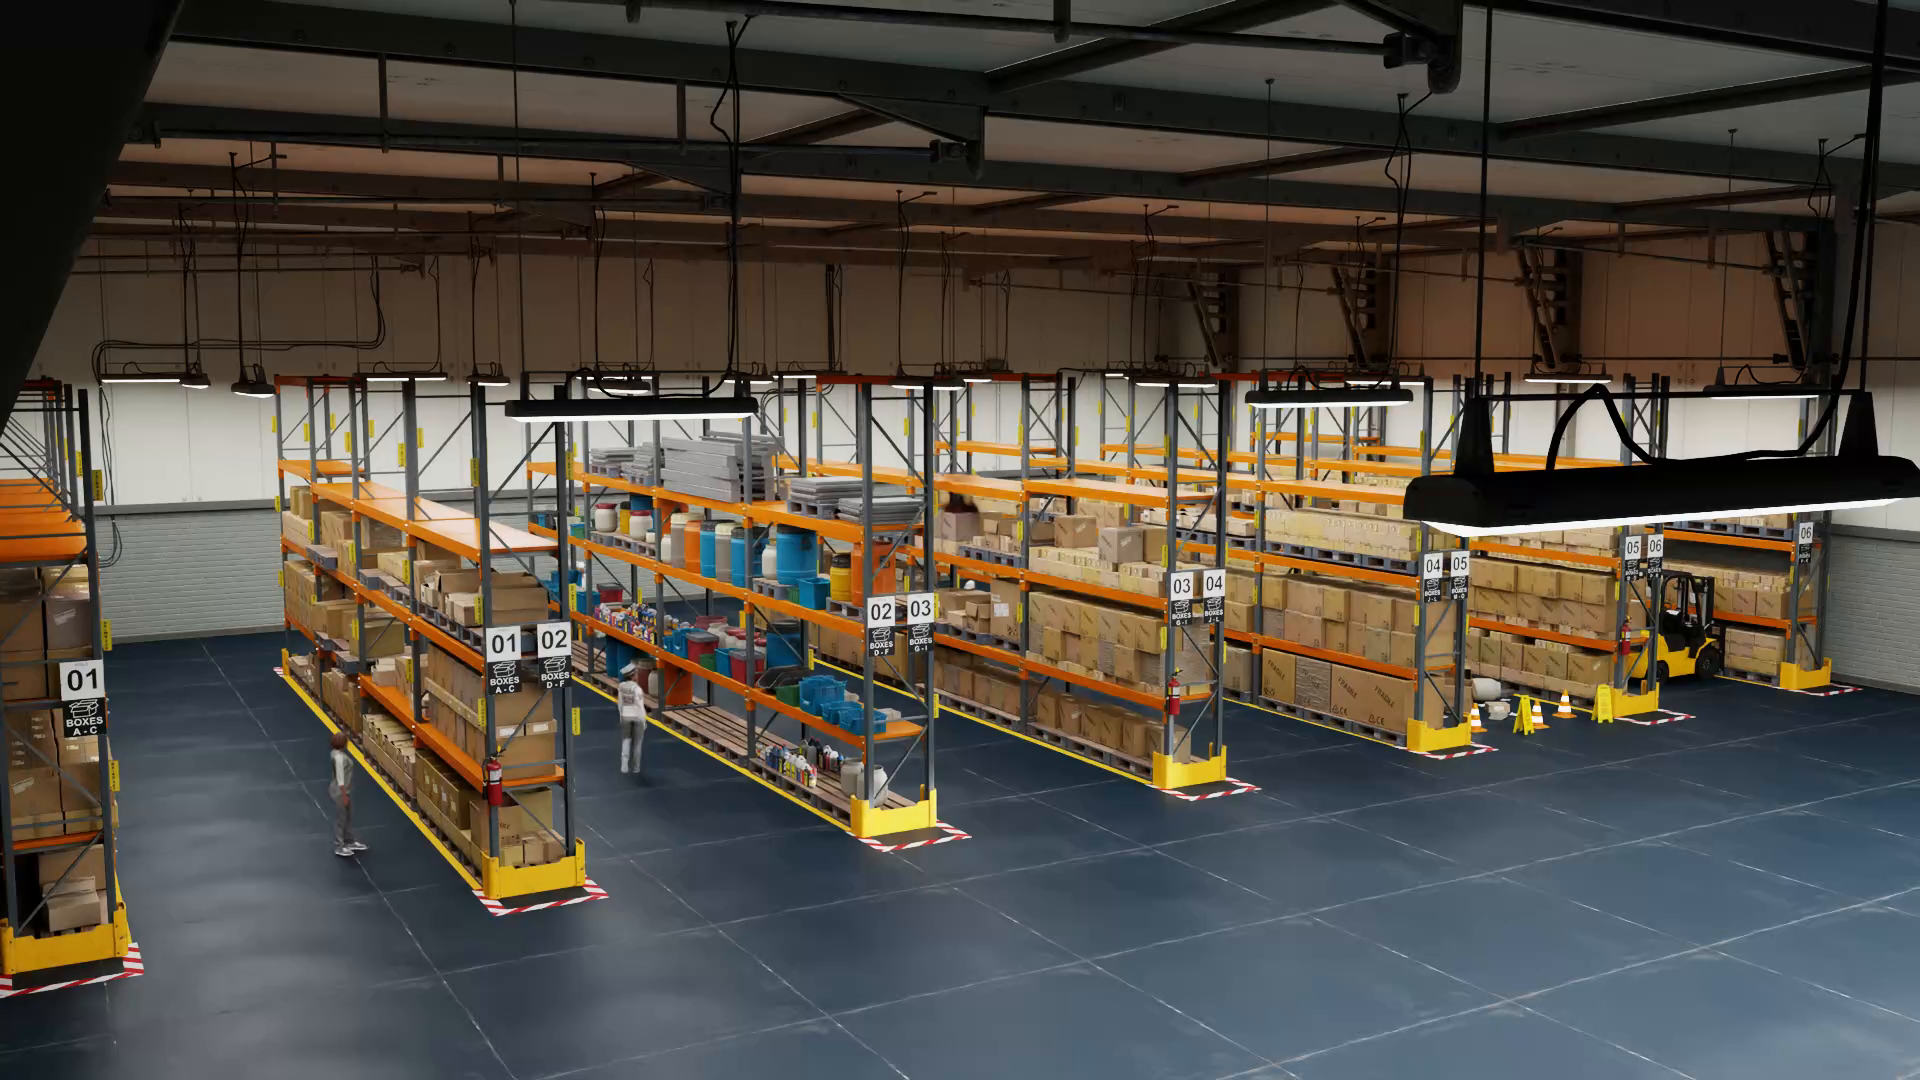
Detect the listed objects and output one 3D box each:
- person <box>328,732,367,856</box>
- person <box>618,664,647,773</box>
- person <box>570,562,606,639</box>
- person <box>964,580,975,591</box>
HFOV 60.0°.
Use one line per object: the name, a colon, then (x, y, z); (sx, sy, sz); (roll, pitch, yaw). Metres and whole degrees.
person: (-7.852, 3.226, 21.238); (0.398, 1.602, 0.476); (-1, 6, -5)
person: (-4.996, 2.715, 25.290); (0.476, 1.686, 0.481); (1, 6, 5)
person: (-8.453, 1.362, 37.463); (1.020, 1.743, 0.619); (3, 7, 22)
person: (0.196, 1.707, 34.117); (0.393, 1.781, 0.604); (-2, 7, -20)
